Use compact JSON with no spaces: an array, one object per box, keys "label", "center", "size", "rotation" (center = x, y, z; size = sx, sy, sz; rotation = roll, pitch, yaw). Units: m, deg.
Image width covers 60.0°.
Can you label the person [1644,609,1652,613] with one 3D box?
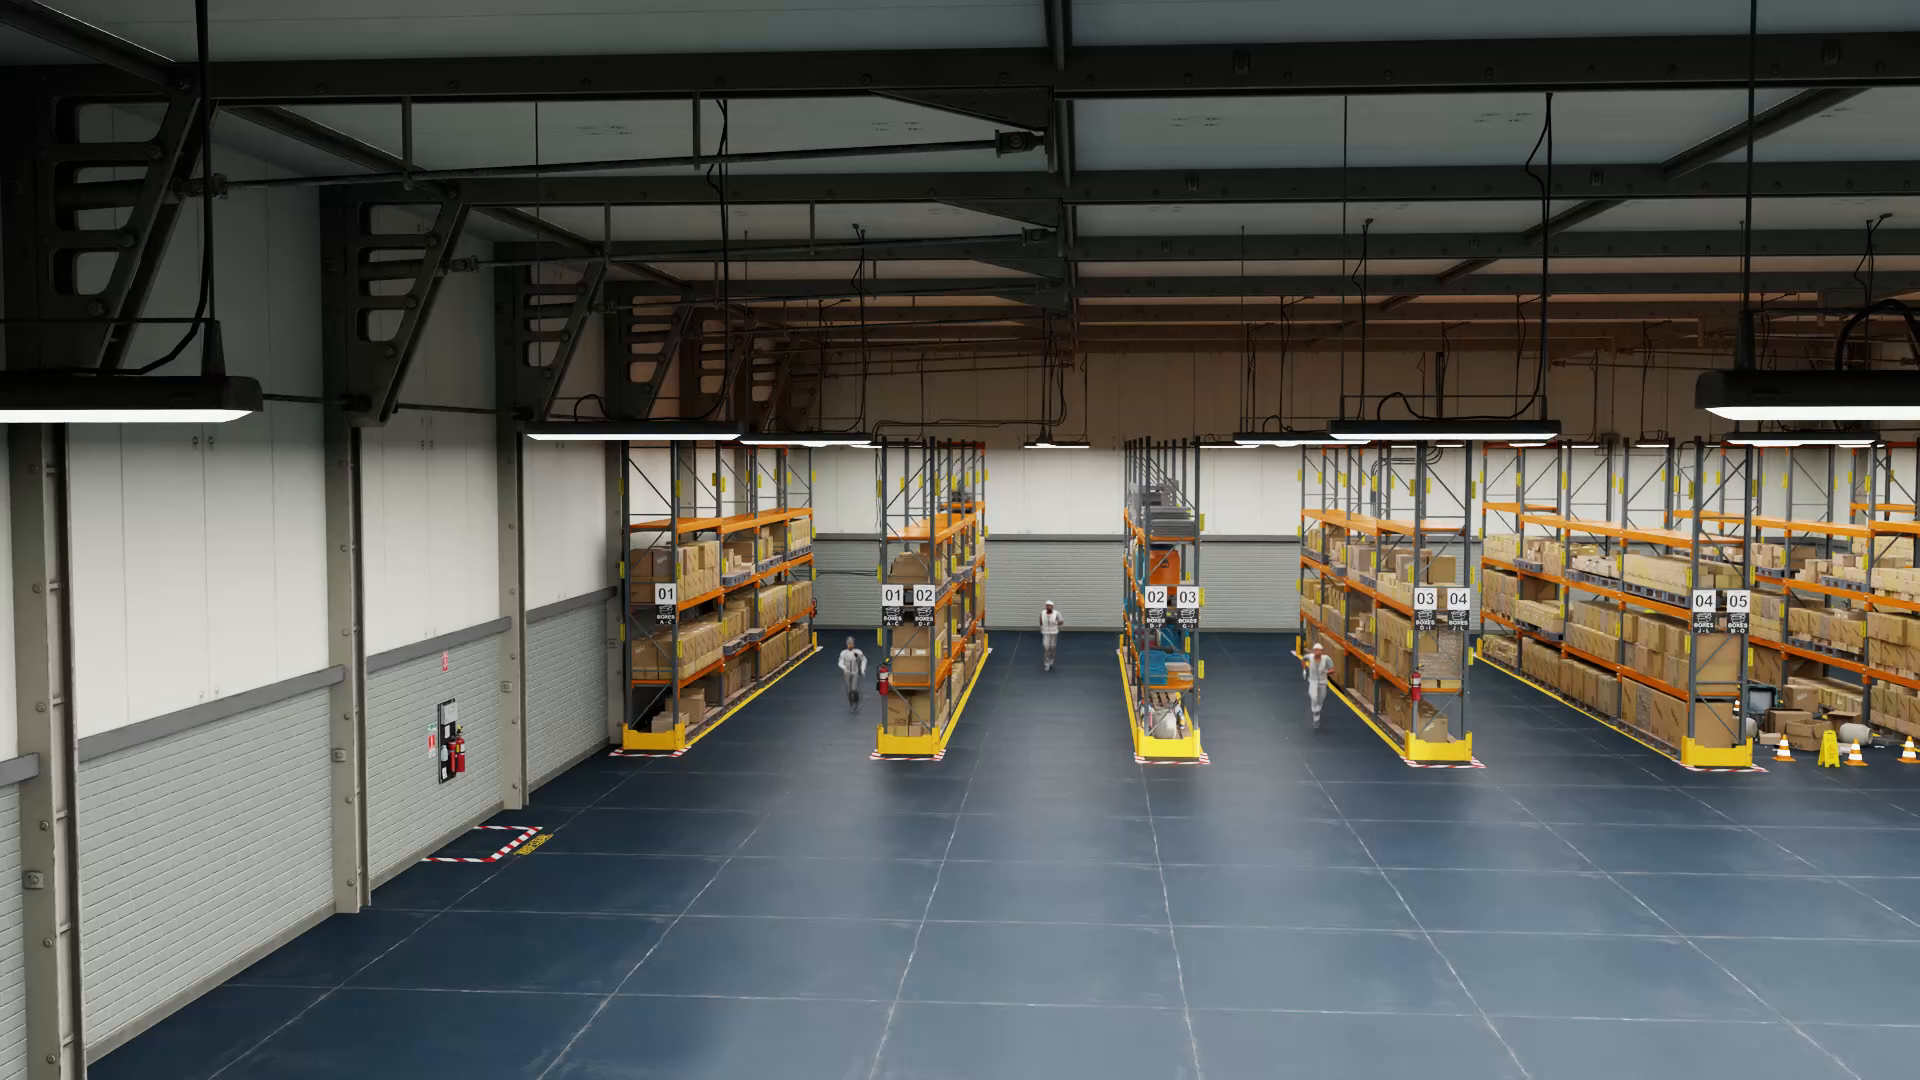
[{"label":"person","center":[17.177,2.627,41.488],"size":[0.630,1.811,0.827],"rotation":[0,3,-4]}]

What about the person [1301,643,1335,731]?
[{"label":"person","center":[7.423,3.005,34.505],"size":[0.652,1.793,0.988],"rotation":[0,3,7]}]

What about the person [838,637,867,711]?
[{"label":"person","center":[-2.365,2.940,36.372],"size":[0.585,1.649,0.690],"rotation":[0,3,6]}]

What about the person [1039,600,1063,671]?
[{"label":"person","center":[2.393,2.494,43.690],"size":[0.655,1.826,0.882],"rotation":[0,3,6]}]
